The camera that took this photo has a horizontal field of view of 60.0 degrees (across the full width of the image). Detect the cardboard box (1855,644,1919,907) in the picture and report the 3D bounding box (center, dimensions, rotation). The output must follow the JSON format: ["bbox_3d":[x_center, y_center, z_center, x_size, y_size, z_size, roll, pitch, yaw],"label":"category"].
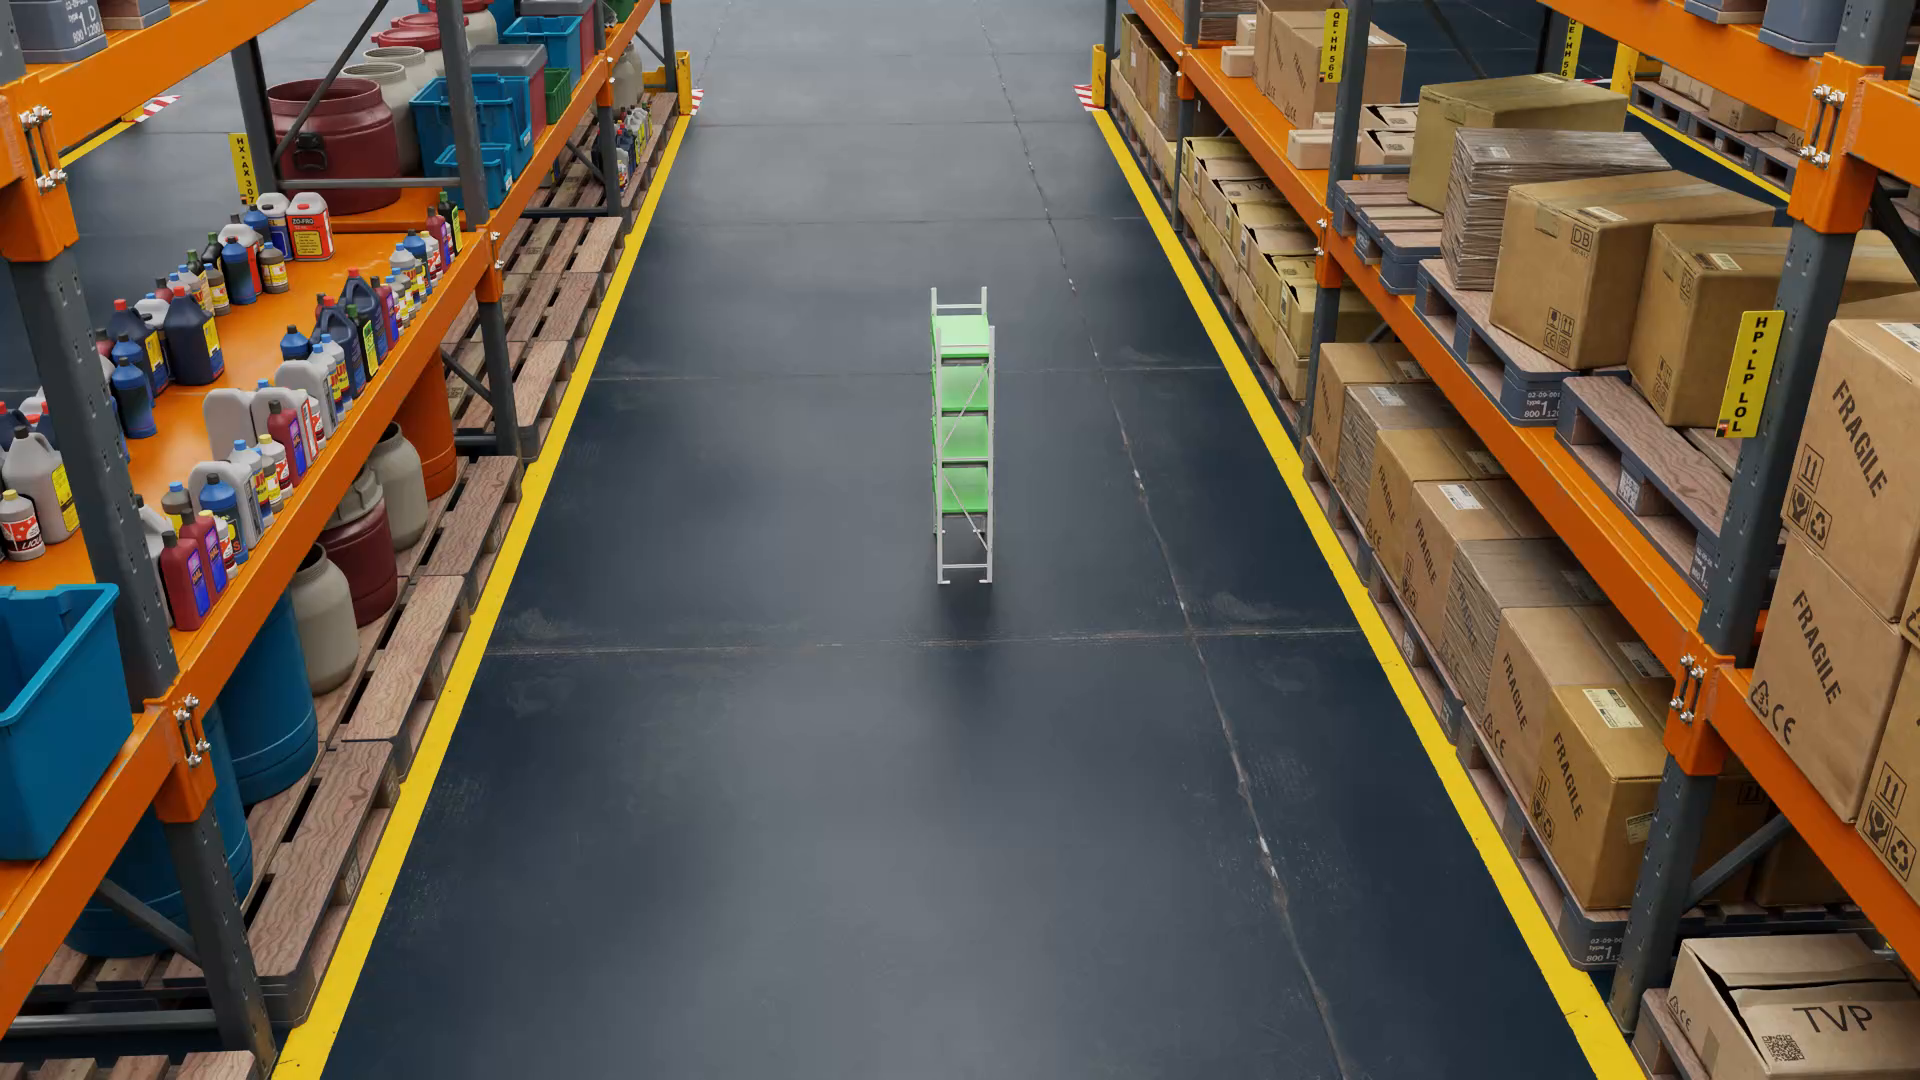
[{"bbox_3d":[2.245,0.535,3.373,0.500,0.500,0.500,-1,28,-2],"label":"cardboard box"}]

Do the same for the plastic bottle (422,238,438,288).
[{"bbox_3d":[-2.243,-1.159,6.943,0.097,0.201,0.097,0,28,0],"label":"plastic bottle"}]

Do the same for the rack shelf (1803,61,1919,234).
[{"bbox_3d":[2.565,0.013,2.015,1.077,0.370,4.000,-1,28,-3],"label":"rack shelf"}]

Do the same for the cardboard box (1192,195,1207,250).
[{"bbox_3d":[1.842,-2.132,11.114,0.500,0.250,0.500,-1,28,-1],"label":"cardboard box"}]

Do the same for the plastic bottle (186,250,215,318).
[{"bbox_3d":[-2.997,-0.986,6.523,0.061,0.283,0.133,-1,28,-3],"label":"plastic bottle"}]

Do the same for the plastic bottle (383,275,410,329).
[{"bbox_3d":[-2.217,-0.934,6.512,0.097,0.201,0.097,0,28,0],"label":"plastic bottle"}]

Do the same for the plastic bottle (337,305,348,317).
[{"bbox_3d":[-2.232,-0.724,6.021,0.061,0.283,0.133,-1,28,-3],"label":"plastic bottle"}]

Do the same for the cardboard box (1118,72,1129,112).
[{"bbox_3d":[1.670,-3.924,14.549,0.500,0.250,0.500,-1,28,-3],"label":"cardboard box"}]

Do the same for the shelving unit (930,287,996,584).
[{"bbox_3d":[0.009,-0.456,7.326,0.258,1.200,0.503,-1,28,-3],"label":"shelving unit"}]

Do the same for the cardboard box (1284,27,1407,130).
[{"bbox_3d":[2.148,-2.565,9.317,0.500,0.500,0.500,-3,28,-5],"label":"cardboard box"}]

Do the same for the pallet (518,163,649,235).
[{"bbox_3d":[-2.897,-2.551,12.412,1.003,0.211,1.213,-1,28,-3],"label":"pallet"}]

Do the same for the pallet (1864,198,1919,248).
[{"bbox_3d":[7.032,-2.119,11.585,1.003,0.211,1.213,-1,28,-3],"label":"pallet"}]

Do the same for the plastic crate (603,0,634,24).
[{"bbox_3d":[-2.693,-4.016,12.435,0.450,0.188,0.662,-1,28,-3],"label":"plastic crate"}]

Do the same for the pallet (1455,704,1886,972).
[{"bbox_3d":[2.381,0.962,5.676,1.003,0.211,1.213,-1,28,-3],"label":"pallet"}]

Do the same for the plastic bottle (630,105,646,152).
[{"bbox_3d":[-2.573,-3.249,13.124,0.144,0.351,0.185,0,28,-1],"label":"plastic bottle"}]

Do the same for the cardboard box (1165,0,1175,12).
[{"bbox_3d":[1.957,-4.318,12.677,0.700,0.500,0.500,-1,28,-2],"label":"cardboard box"}]

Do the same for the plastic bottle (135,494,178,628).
[{"bbox_3d":[-2.183,0.051,4.461,0.144,0.351,0.185,-1,28,-3],"label":"plastic bottle"}]

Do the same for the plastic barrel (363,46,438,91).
[{"bbox_3d":[-2.984,-2.343,8.877,0.421,0.512,0.421,0,28,0],"label":"plastic barrel"}]

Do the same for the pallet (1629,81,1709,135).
[{"bbox_3d":[6.792,-3.915,15.028,1.003,0.211,1.213,-1,28,-3],"label":"pallet"}]

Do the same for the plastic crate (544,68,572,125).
[{"bbox_3d":[-2.531,-2.584,9.691,0.450,0.188,0.662,-1,28,-3],"label":"plastic crate"}]

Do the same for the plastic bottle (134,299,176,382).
[{"bbox_3d":[-2.923,-0.725,6.032,0.152,0.276,0.135,-1,28,-3],"label":"plastic bottle"}]

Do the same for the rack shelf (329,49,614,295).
[{"bbox_3d":[-2.799,-2.233,9.566,1.077,0.370,4.000,-1,28,-3],"label":"rack shelf"}]

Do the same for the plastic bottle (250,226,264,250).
[{"bbox_3d":[-3.011,-1.234,7.087,0.097,0.201,0.097,0,28,0],"label":"plastic bottle"}]

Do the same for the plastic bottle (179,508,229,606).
[{"bbox_3d":[-2.086,0.029,4.577,0.061,0.283,0.133,-1,28,-3],"label":"plastic bottle"}]

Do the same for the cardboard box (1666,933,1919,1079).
[{"bbox_3d":[2.267,1.297,4.451,0.500,0.311,0.500,-1,28,-3],"label":"cardboard box"}]

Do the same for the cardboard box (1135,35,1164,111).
[{"bbox_3d":[1.716,-3.795,13.490,0.500,0.500,0.500,-1,28,-3],"label":"cardboard box"}]

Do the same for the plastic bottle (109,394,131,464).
[{"bbox_3d":[-2.758,-0.374,5.362,0.097,0.271,0.097,0,28,0],"label":"plastic bottle"}]

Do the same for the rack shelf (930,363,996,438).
[{"bbox_3d":[0.009,-0.612,7.245,0.258,0.148,0.480,-1,28,-3],"label":"rack shelf"}]

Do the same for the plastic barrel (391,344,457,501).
[{"bbox_3d":[-2.652,-0.627,7.601,0.600,0.830,0.708,-1,28,-3],"label":"plastic barrel"}]

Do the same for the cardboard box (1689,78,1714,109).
[{"bbox_3d":[6.757,-3.980,14.570,0.500,0.311,0.500,1,28,2],"label":"cardboard box"}]

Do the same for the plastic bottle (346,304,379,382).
[{"bbox_3d":[-2.171,-0.726,6.024,0.061,0.283,0.133,-1,28,-3],"label":"plastic bottle"}]

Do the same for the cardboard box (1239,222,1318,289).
[{"bbox_3d":[1.921,-1.671,9.623,0.500,0.311,0.500,-2,28,-3],"label":"cardboard box"}]

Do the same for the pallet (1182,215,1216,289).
[{"bbox_3d":[2.121,-2.018,11.391,1.003,0.211,1.213,-1,28,-3],"label":"pallet"}]

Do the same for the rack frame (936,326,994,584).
[{"bbox_3d":[0.021,-0.343,7.110,0.240,1.200,0.015,-1,28,-3],"label":"rack frame"}]

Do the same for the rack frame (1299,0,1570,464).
[{"bbox_3d":[2.252,-1.746,7.855,1.000,3.000,0.127,-1,28,-3],"label":"rack frame"}]

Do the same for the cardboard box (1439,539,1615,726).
[{"bbox_3d":[2.106,0.333,6.095,0.500,0.500,0.500,-1,28,-2],"label":"cardboard box"}]

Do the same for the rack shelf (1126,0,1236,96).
[{"bbox_3d":[1.939,-4.198,13.334,1.077,0.370,4.000,-1,28,-3],"label":"rack shelf"}]

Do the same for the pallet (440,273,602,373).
[{"bbox_3d":[-2.757,-1.313,10.039,1.003,0.211,1.213,-1,28,-3],"label":"pallet"}]

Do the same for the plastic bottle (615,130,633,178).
[{"bbox_3d":[-2.531,-2.879,12.415,0.144,0.351,0.185,-1,28,-1],"label":"plastic bottle"}]

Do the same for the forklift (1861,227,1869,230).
[{"bbox_3d":[4.594,-1.377,7.221,1.130,2.935,3.031,-2,28,-3],"label":"forklift"}]

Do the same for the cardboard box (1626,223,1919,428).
[{"bbox_3d":[2.560,-0.670,5.229,0.700,0.500,0.500,3,28,5],"label":"cardboard box"}]

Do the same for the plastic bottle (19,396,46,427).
[{"bbox_3d":[-2.875,-0.302,5.220,0.152,0.276,0.135,-1,28,-3],"label":"plastic bottle"}]

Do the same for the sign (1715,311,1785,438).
[{"bbox_3d":[1.907,-0.398,4.017,0.100,0.325,0.005,-1,28,-3],"label":"sign"}]

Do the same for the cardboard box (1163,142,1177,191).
[{"bbox_3d":[1.801,-2.770,12.336,0.500,0.250,0.500,-1,28,-3],"label":"cardboard box"}]

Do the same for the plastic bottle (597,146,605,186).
[{"bbox_3d":[-2.633,-2.770,12.279,0.061,0.283,0.133,-1,28,-3],"label":"plastic bottle"}]

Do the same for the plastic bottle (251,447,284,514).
[{"bbox_3d":[-2.133,-0.184,5.075,0.097,0.201,0.097,0,28,0],"label":"plastic bottle"}]

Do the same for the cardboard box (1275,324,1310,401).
[{"bbox_3d":[1.981,-0.951,8.848,0.500,0.250,0.500,-1,28,-1],"label":"cardboard box"}]

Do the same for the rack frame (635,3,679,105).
[{"bbox_3d":[-3.113,-5.323,14.712,1.000,3.000,0.127,-1,28,-3],"label":"rack frame"}]

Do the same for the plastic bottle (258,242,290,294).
[{"bbox_3d":[-2.847,-1.131,6.889,0.097,0.201,0.097,0,28,0],"label":"plastic bottle"}]

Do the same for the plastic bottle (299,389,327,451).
[{"bbox_3d":[-2.157,-0.398,5.484,0.097,0.201,0.097,0,28,0],"label":"plastic bottle"}]

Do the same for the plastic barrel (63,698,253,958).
[{"bbox_3d":[-2.497,0.711,4.958,0.600,0.901,0.708,-1,28,-3],"label":"plastic barrel"}]

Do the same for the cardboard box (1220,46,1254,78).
[{"bbox_3d":[1.885,-3.068,10.661,0.380,0.149,0.250,-1,28,-3],"label":"cardboard box"}]
